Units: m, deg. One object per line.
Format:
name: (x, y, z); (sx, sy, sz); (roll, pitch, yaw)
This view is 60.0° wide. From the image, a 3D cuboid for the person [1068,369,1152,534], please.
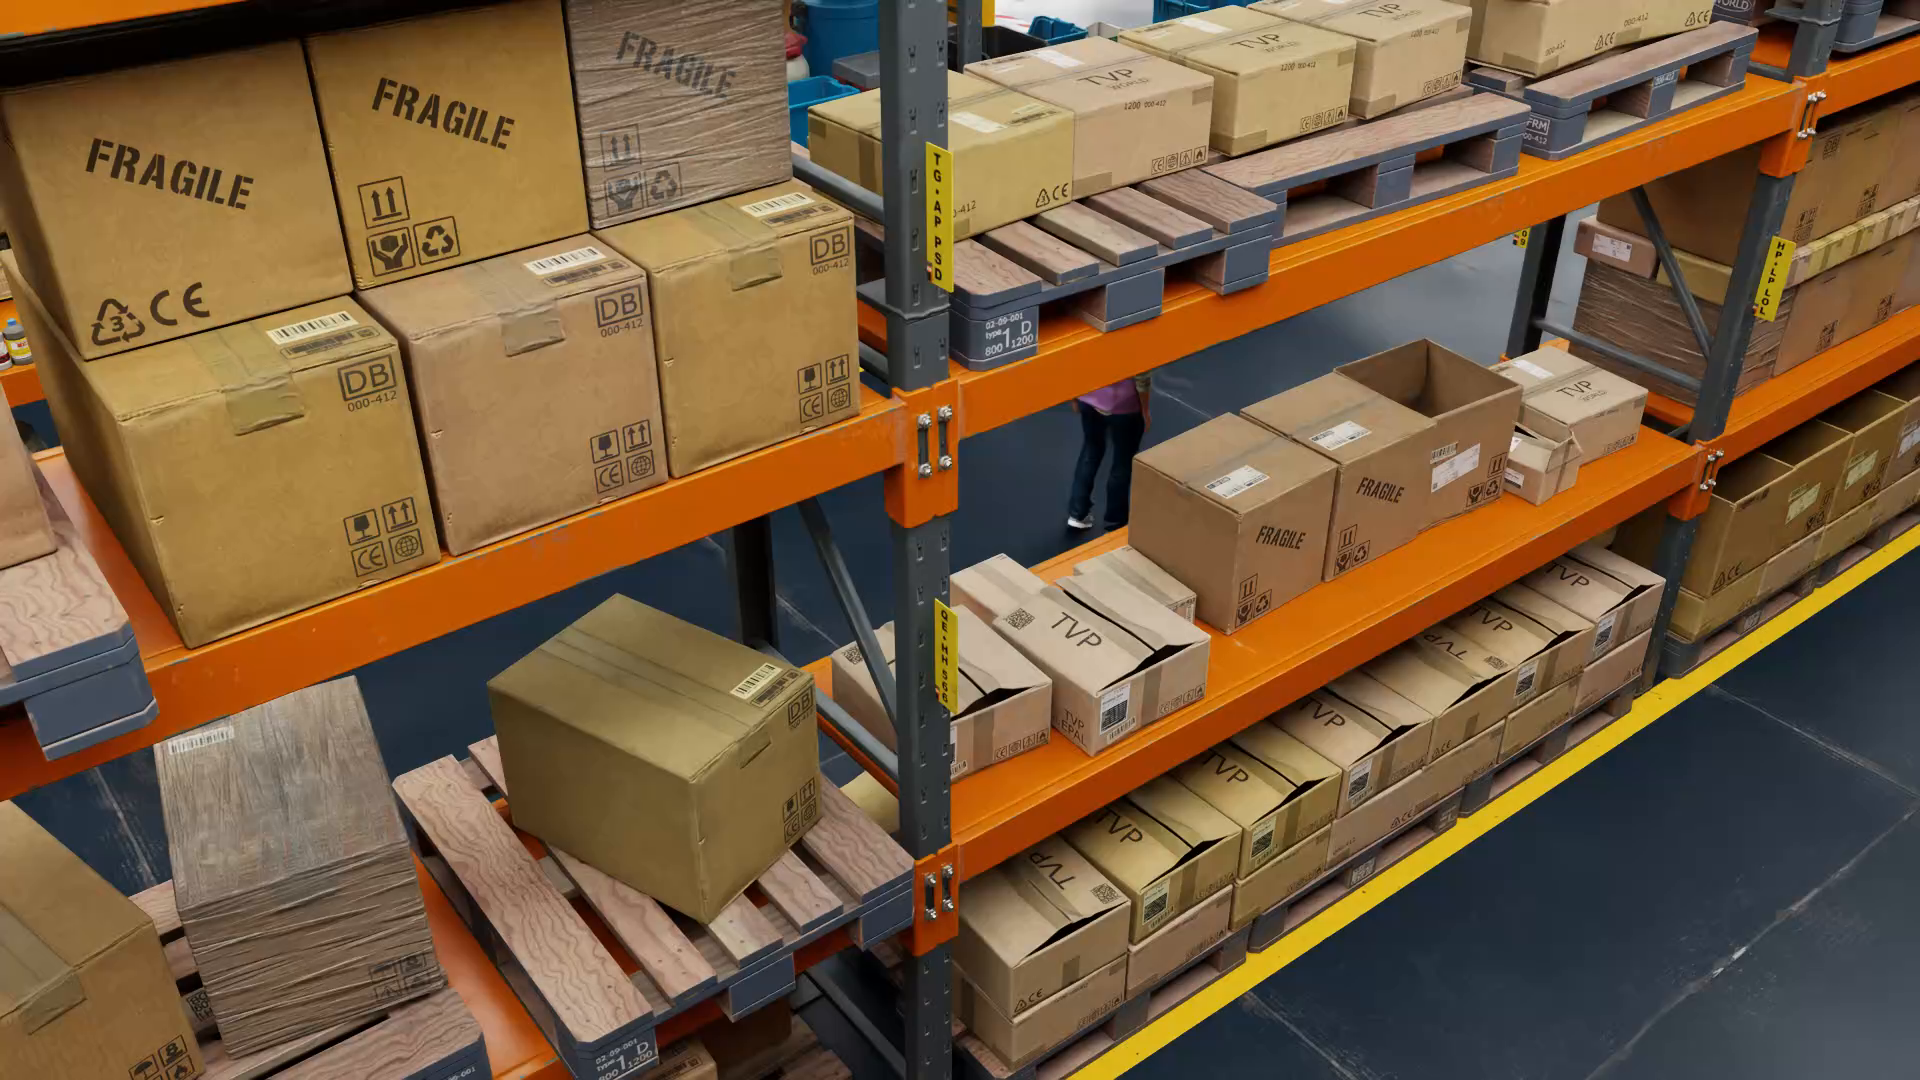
person: (0.777, -0.677, 8.218); (0.476, 1.630, 0.419); (26, 41, 34)
